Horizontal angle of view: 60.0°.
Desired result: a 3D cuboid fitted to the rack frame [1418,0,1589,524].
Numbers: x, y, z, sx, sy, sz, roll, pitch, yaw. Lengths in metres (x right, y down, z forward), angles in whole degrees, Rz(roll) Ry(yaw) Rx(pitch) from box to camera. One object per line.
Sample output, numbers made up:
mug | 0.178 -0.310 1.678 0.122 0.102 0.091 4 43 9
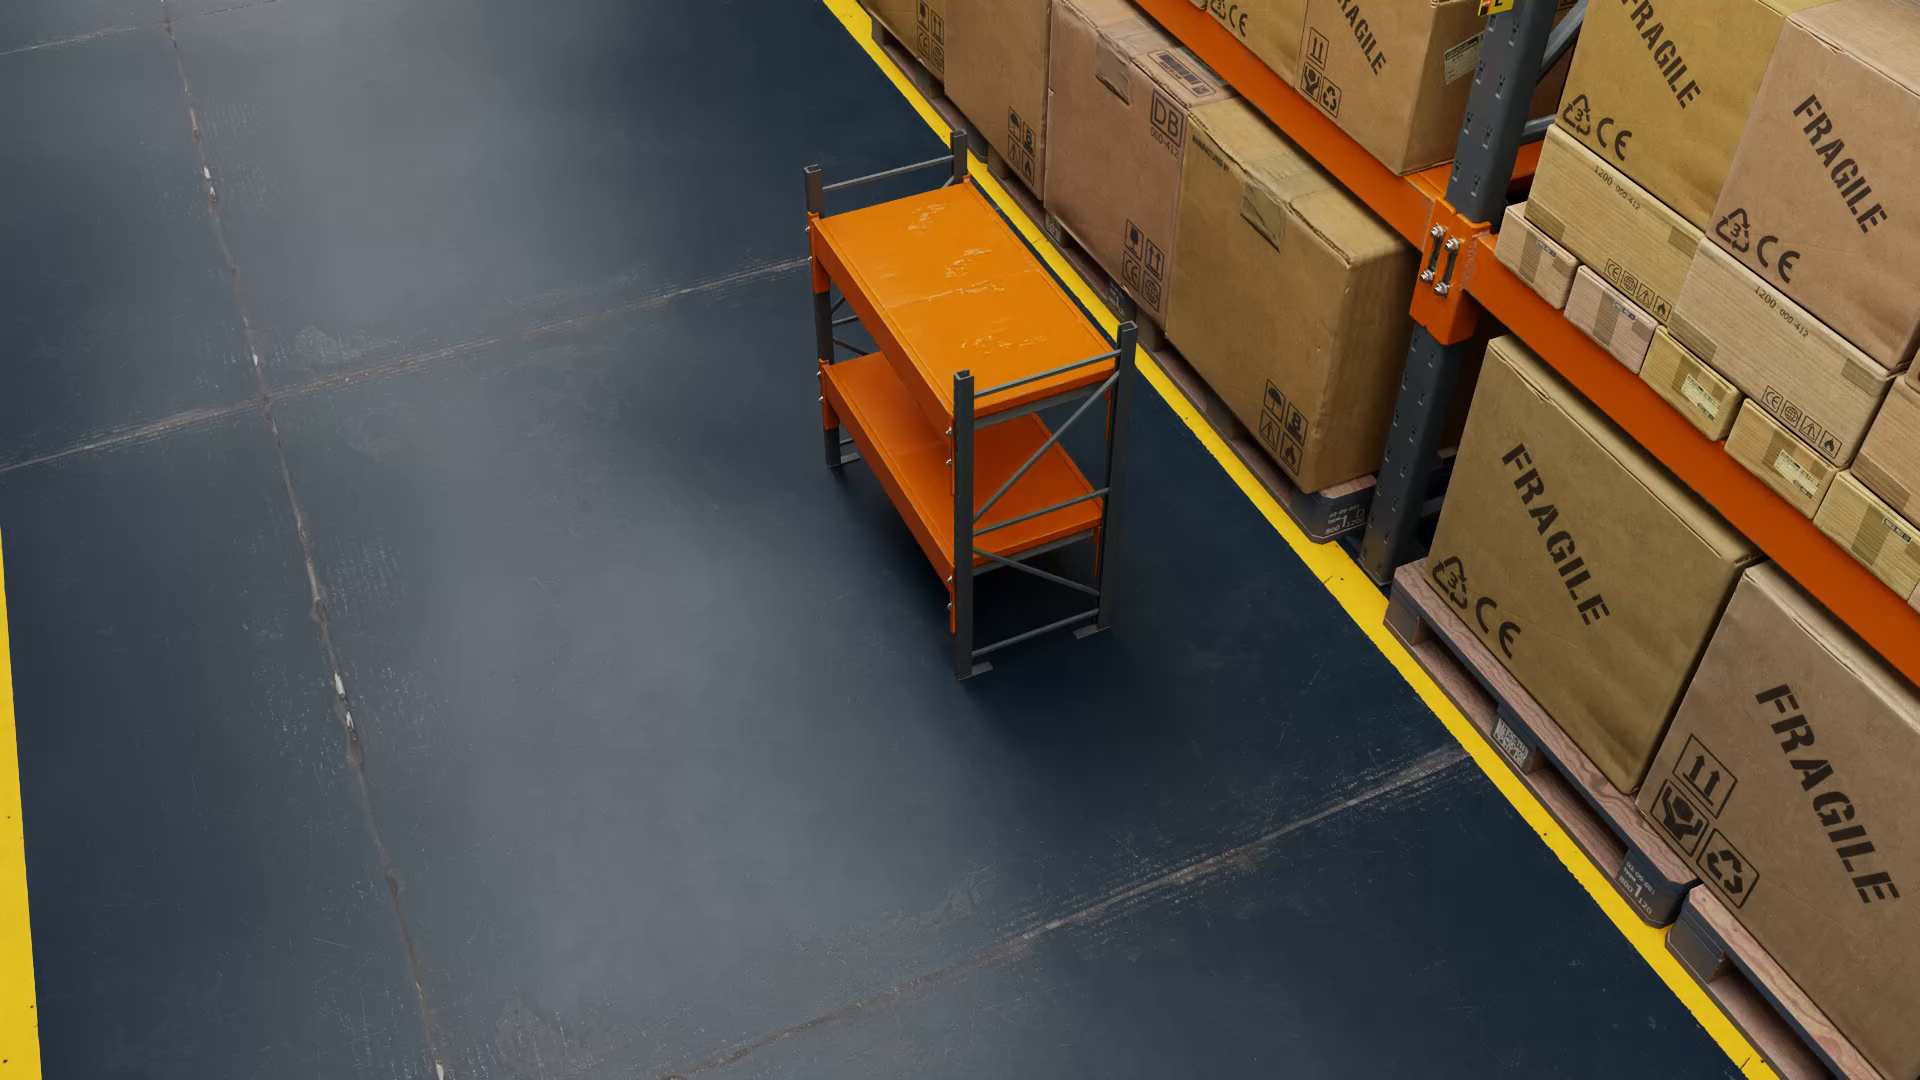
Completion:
rack frame | 1.711 -1.104 4.233 0.949 2.616 0.053 -18 47 -17

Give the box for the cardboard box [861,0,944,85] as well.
cardboard box | 0.303 -2.601 6.964 1.225 0.875 0.875 -20 48 -19

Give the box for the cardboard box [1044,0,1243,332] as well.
cardboard box | 1.050 -1.469 5.817 1.225 0.875 0.875 -20 48 -19

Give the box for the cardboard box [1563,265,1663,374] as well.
cardboard box | 1.647 -0.561 3.862 0.380 0.149 0.250 -20 48 -19

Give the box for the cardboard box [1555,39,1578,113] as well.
cardboard box | 1.747 -1.507 4.571 0.500 0.500 0.500 -18 47 -17

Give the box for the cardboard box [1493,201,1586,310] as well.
cardboard box | 1.536 -0.729 4.032 0.380 0.149 0.250 -18 47 -17

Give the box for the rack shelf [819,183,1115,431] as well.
rack shelf | 0.003 -0.657 4.593 0.459 0.093 0.952 -18 47 -17

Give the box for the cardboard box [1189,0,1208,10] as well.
cardboard box | 0.841 -2.006 5.076 0.500 0.500 0.500 -19 48 -18

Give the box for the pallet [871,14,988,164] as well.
pallet | 0.295 -2.136 7.265 1.003 0.211 1.213 -18 47 -17

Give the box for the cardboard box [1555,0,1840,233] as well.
cardboard box | 1.683 -1.043 3.533 0.500 0.500 0.500 -18 47 -17

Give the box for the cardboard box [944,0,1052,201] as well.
cardboard box | 0.671 -2.031 6.386 1.225 0.875 0.875 -18 47 -17

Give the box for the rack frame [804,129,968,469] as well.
rack frame | -0.211 -0.720 5.179 0.500 1.125 0.032 -18 47 -17

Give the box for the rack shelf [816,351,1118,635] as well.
rack shelf | 0.003 -0.222 5.022 0.538 0.278 1.000 -18 47 -17

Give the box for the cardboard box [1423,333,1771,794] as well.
cardboard box | 1.918 -0.054 4.382 0.875 0.875 0.875 -18 47 -17

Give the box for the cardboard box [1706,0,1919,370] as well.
cardboard box | 1.883 -0.727 3.213 0.500 0.500 0.500 -18 47 -17

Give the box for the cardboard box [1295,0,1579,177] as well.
cardboard box | 1.269 -1.358 4.419 0.500 0.500 0.500 -18 47 -17

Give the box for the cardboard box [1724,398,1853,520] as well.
cardboard box | 1.870 -0.226 3.523 0.380 0.149 0.250 -19 48 -18

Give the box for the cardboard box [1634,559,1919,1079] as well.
cardboard box | 2.297 0.520 3.801 0.875 0.875 0.875 -18 47 -17

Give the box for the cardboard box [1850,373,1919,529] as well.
cardboard box | 2.101 -0.134 3.145 0.500 0.250 0.500 -17 47 -16

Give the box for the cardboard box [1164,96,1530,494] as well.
cardboard box | 1.426 -0.900 5.240 1.225 0.875 0.875 -18 47 -17

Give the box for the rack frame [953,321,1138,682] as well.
rack frame | 0.217 -0.072 4.522 0.500 1.125 0.032 -18 47 -17

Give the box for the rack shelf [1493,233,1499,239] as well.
rack shelf | 2.554 0.356 3.126 0.919 0.124 3.809 -18 47 -17

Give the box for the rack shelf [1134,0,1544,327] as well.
rack shelf | 0.873 -2.123 5.778 1.077 0.370 4.000 -18 47 -17

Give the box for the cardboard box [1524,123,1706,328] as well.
cardboard box | 1.673 -0.780 3.800 0.500 0.250 0.500 -19 48 -18

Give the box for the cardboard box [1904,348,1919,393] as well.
cardboard box | 2.106 -0.397 2.878 0.500 0.500 0.500 -19 48 -19

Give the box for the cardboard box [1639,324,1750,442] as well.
cardboard box | 1.758 -0.393 3.692 0.380 0.149 0.250 -17 47 -16

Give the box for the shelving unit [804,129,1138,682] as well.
shelving unit | 0.003 -0.396 4.851 0.538 1.125 1.048 -18 47 -17

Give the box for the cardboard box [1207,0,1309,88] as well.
cardboard box | 1.067 -1.675 4.741 0.500 0.500 0.500 -17 47 -16

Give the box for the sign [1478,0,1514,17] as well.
sign | 1.225 -1.322 3.686 0.100 0.325 0.005 -18 47 -17

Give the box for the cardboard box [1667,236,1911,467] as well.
cardboard box | 1.878 -0.462 3.478 0.500 0.250 0.500 -18 47 -18
